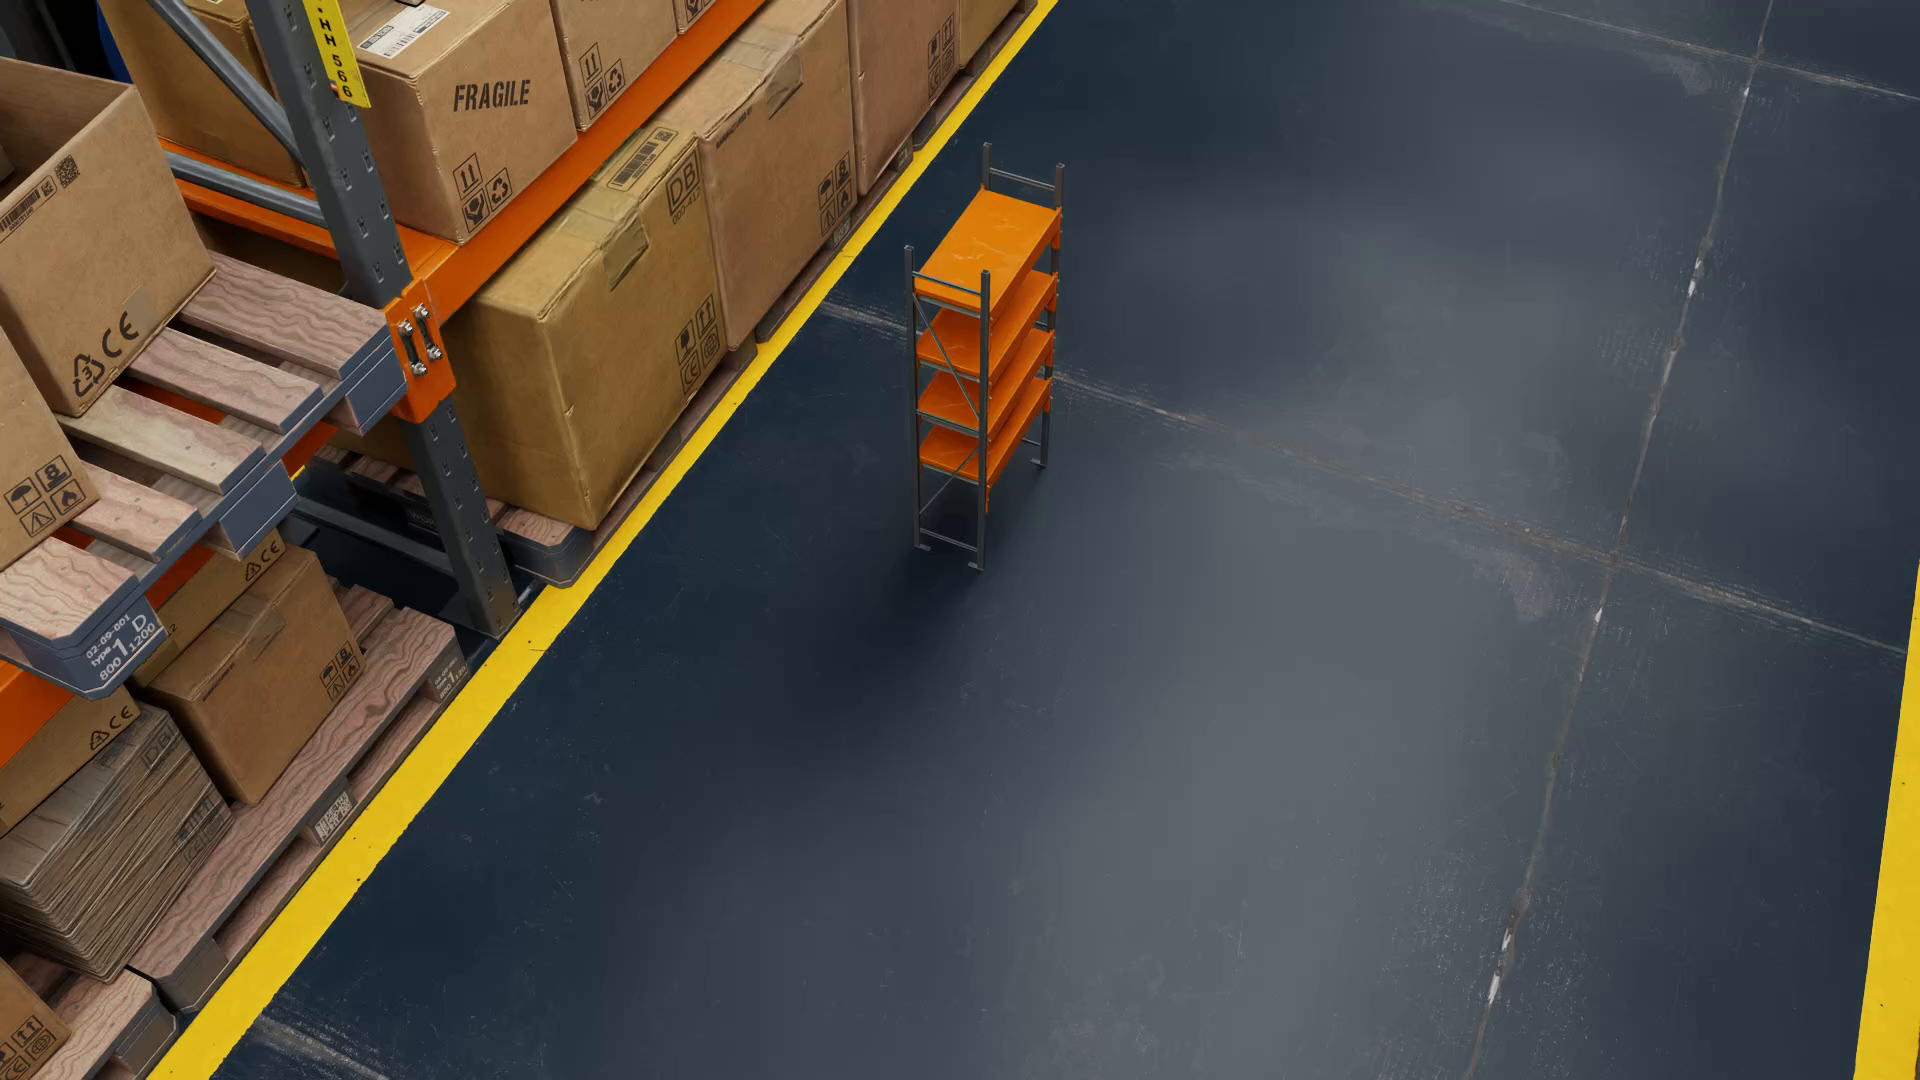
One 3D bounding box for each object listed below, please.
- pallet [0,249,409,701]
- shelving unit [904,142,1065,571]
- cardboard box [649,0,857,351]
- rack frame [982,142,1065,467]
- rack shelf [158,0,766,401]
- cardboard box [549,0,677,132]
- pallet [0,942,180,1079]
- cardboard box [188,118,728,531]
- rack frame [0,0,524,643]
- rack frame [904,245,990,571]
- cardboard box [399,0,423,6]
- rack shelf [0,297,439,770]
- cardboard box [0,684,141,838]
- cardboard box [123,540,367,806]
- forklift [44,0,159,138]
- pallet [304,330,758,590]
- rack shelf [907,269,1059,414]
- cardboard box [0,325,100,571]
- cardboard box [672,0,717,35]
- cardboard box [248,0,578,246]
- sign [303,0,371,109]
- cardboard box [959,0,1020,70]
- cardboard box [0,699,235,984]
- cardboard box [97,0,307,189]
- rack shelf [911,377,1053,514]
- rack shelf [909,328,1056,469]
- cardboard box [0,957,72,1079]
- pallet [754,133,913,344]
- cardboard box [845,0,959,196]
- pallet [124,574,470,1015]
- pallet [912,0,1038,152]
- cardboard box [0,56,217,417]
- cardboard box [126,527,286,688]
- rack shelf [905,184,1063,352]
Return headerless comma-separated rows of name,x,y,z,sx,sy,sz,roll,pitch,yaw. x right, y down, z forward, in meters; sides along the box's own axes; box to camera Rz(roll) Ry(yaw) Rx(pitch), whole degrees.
pallet,-2.015,-0.283,3.647,1.213,0.211,1.003,20,52,16
shelving unit,0.071,-0.503,4.890,0.258,1.200,0.503,20,52,16
cardboard box,-1.106,-1.397,5.589,1.225,0.875,0.875,20,52,16
rack frame,0.175,-0.671,5.033,0.240,1.200,0.015,20,52,16
rack shelf,-0.953,-2.014,5.467,1.077,0.370,4.000,20,52,16
cardboard box,-1.135,-1.505,4.495,0.500,0.500,0.500,19,52,15
pallet,-2.665,1.408,3.913,1.003,0.211,1.213,20,52,16
cardboard box,-1.494,-0.786,5.069,1.225,0.875,0.875,18,52,14
rack frame,-1.807,-0.870,4.021,1.000,3.000,0.127,20,52,16
rack frame,-0.034,-0.335,4.747,0.240,1.200,0.015,20,52,16
cardboard box,-1.480,-1.726,4.025,0.797,0.503,0.637,21,53,17
rack shelf,-2.662,0.740,3.123,1.077,0.370,4.000,20,52,16
cardboard box,-2.284,0.394,3.805,0.500,0.250,0.500,25,54,20
cardboard box,-2.075,0.265,4.407,0.700,0.500,0.500,17,52,14
forklift,-3.789,-2.293,5.276,1.130,2.935,3.031,26,54,20
pallet,-1.402,-0.485,5.524,1.003,0.211,1.213,20,52,16
rack shelf,0.071,-0.604,4.771,0.258,0.148,0.480,20,52,16
cardboard box,-2.150,-0.237,3.141,0.700,0.500,0.500,27,55,21
cardboard box,-0.920,-1.858,4.796,0.500,0.500,0.500,19,52,15
cardboard box,-1.354,-1.149,4.192,0.500,0.500,0.500,21,53,17
sign,-1.313,-1.050,3.465,0.100,0.325,0.005,20,52,16
cardboard box,-0.354,-2.625,6.633,1.225,0.875,0.875,20,52,16
cardboard box,-2.301,0.651,4.079,0.700,0.500,0.500,16,51,13
cardboard box,-1.820,-1.323,4.340,0.500,0.500,0.500,21,53,17
rack shelf,0.071,-0.331,5.092,0.258,0.148,0.480,20,52,16
rack shelf,0.071,-0.459,4.941,0.258,0.148,0.480,20,52,16
cardboard box,-2.537,1.044,3.745,0.700,0.500,0.500,24,54,19
pallet,-0.880,-1.322,6.236,1.003,0.211,1.213,20,52,16
cardboard box,-0.735,-2.009,6.109,1.225,0.875,0.875,18,52,15
pallet,-2.142,0.571,4.625,1.003,0.211,1.213,20,52,16
pallet,-0.360,-2.165,6.954,1.003,0.211,1.213,20,52,16
cardboard box,-2.002,-0.654,3.495,0.500,0.500,0.500,14,51,12
cardboard box,-2.066,0.026,4.119,0.500,0.250,0.500,22,53,18
rack shelf,0.071,-0.757,4.591,0.258,0.148,0.480,20,52,16
